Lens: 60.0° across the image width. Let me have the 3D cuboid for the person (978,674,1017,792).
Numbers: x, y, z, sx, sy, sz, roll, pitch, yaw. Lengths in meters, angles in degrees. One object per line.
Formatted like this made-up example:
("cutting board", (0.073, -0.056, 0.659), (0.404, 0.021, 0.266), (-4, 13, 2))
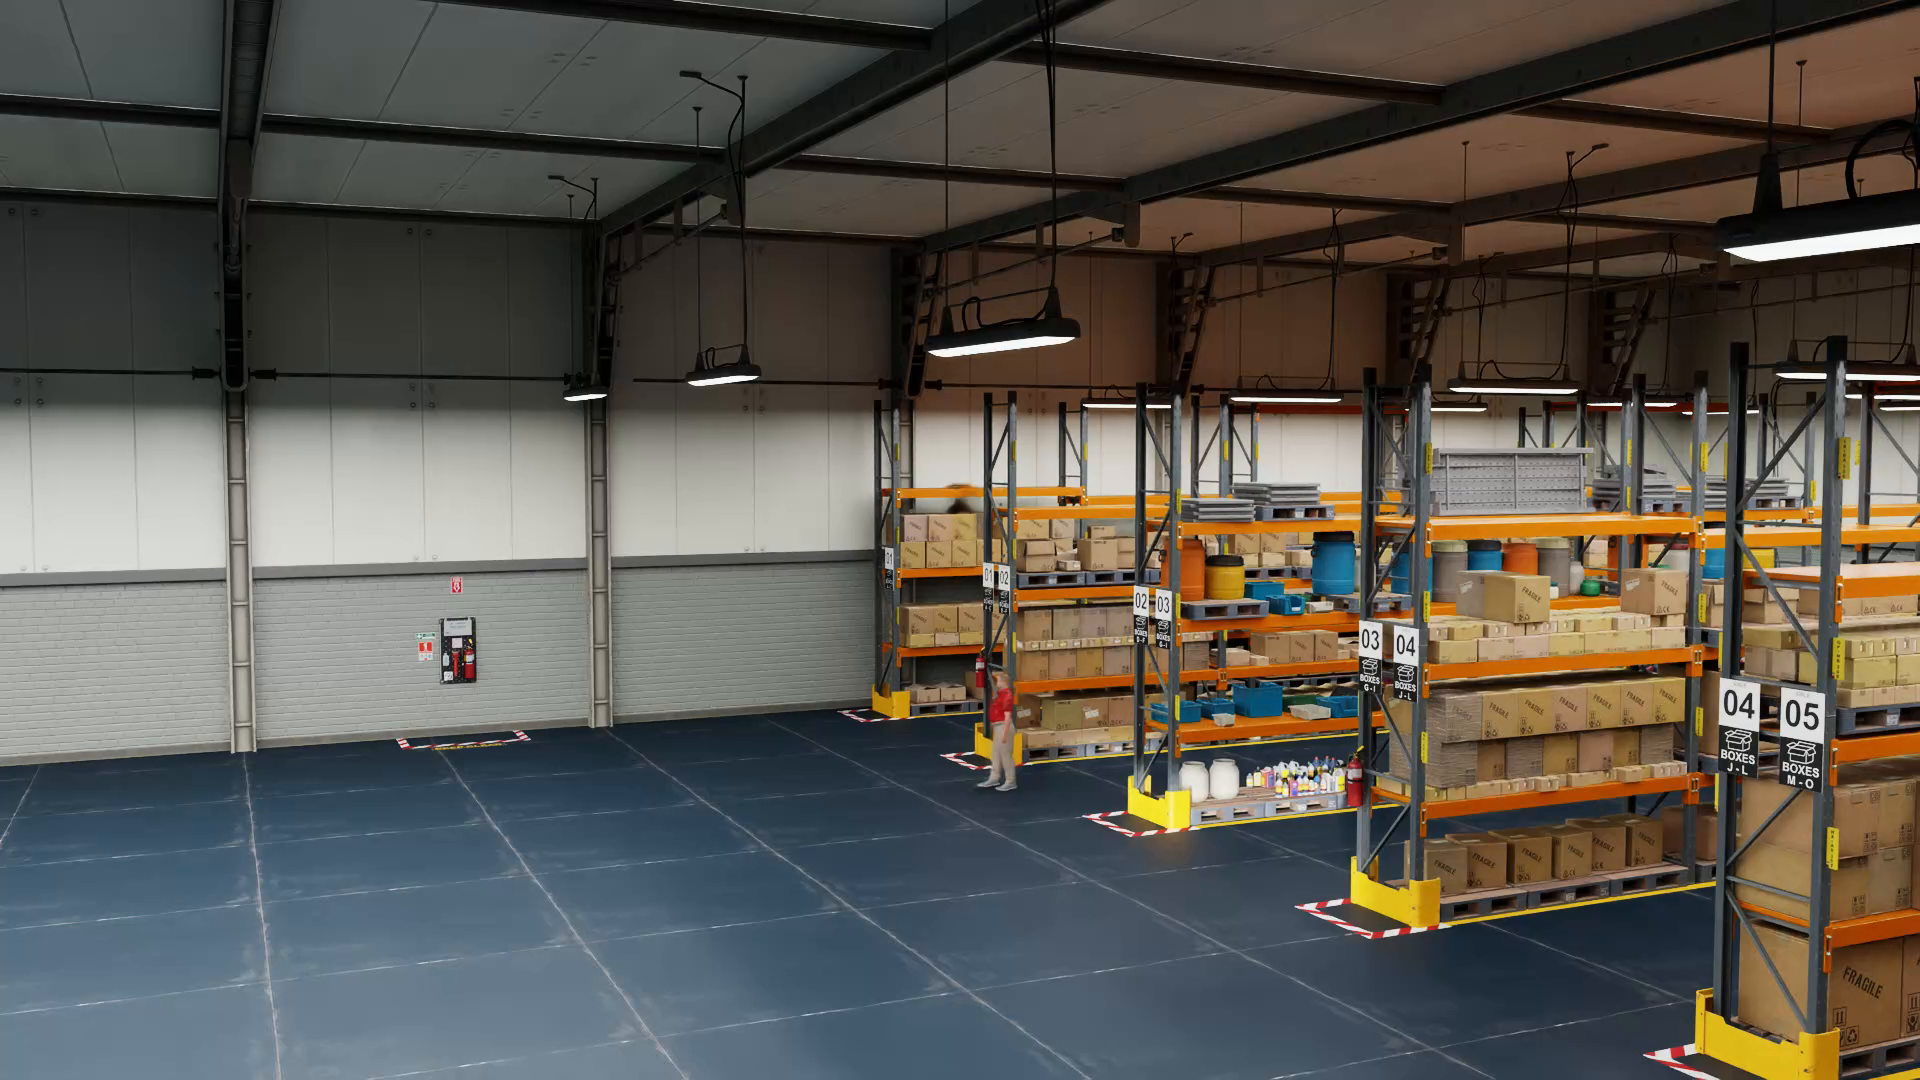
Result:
("person", (0.564, 2.862, 24.783), (0.565, 1.744, 0.549), (0, 3, -2))
